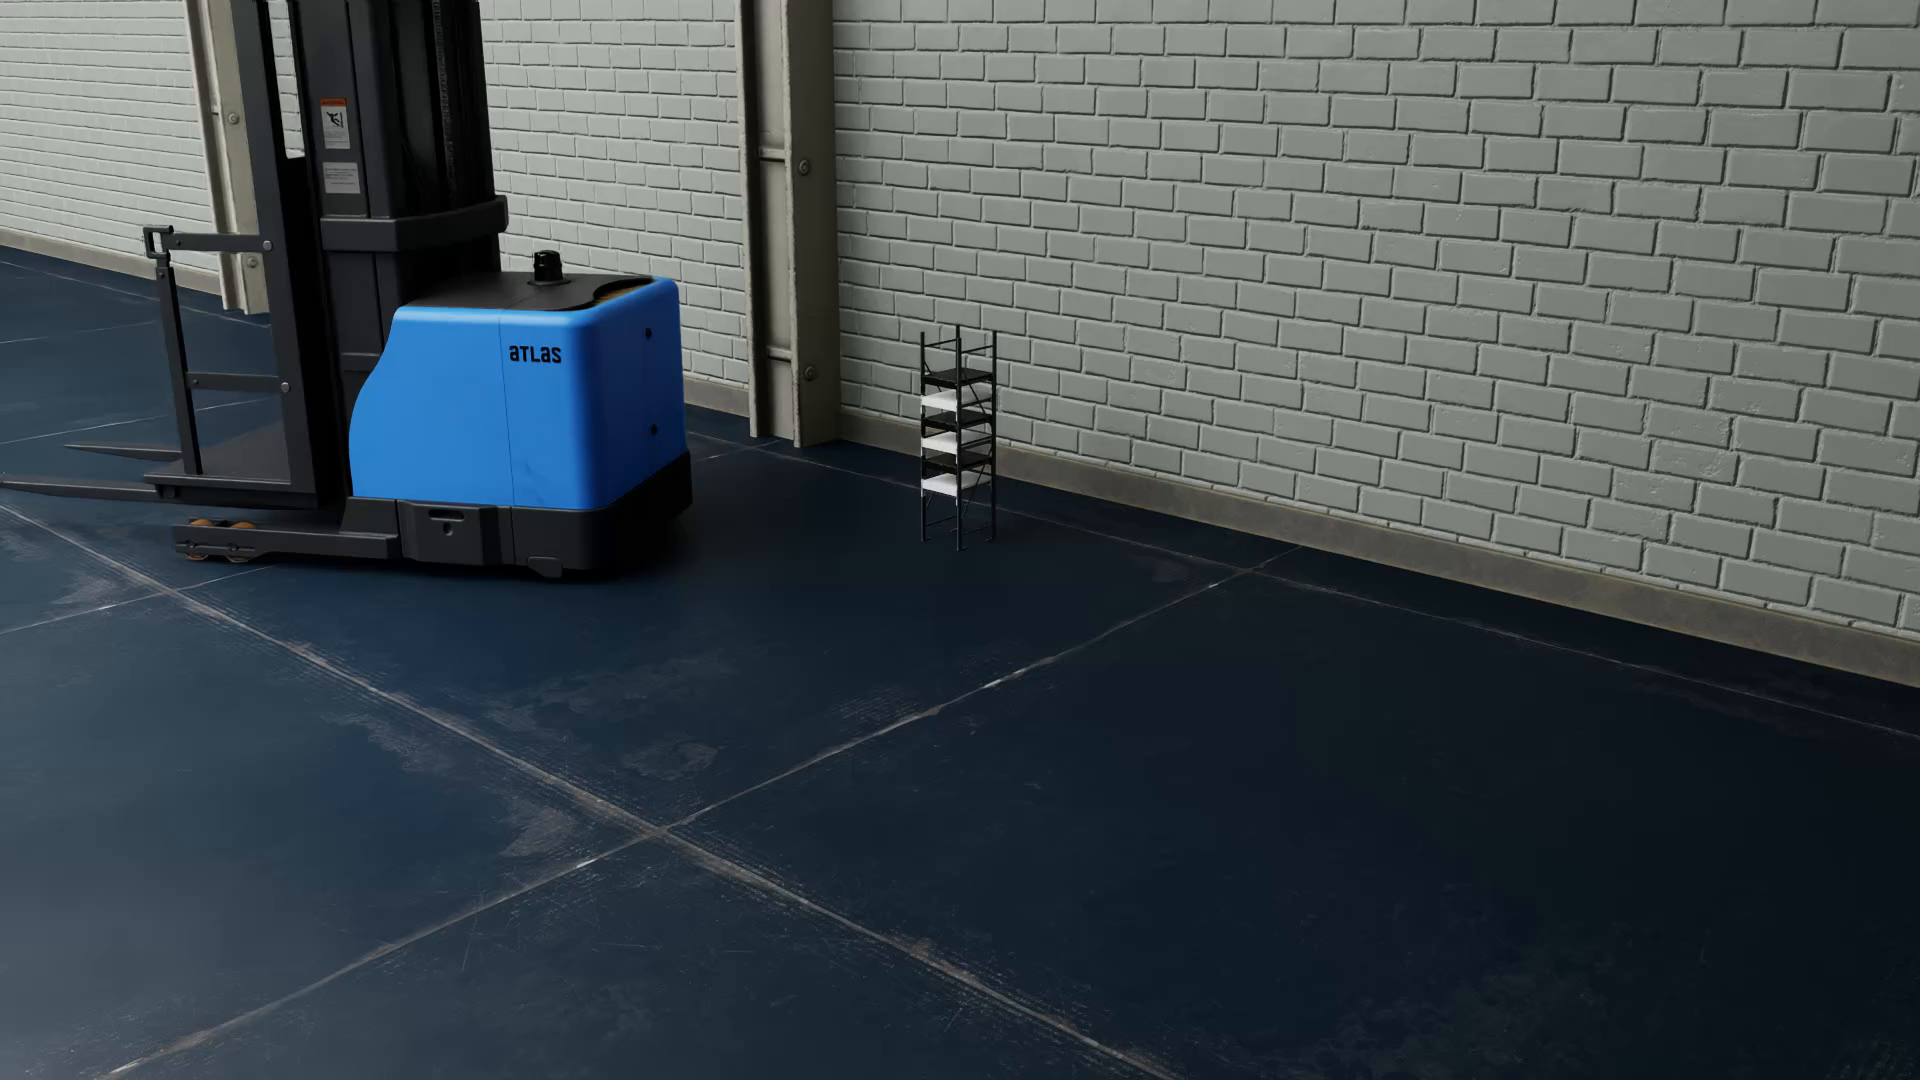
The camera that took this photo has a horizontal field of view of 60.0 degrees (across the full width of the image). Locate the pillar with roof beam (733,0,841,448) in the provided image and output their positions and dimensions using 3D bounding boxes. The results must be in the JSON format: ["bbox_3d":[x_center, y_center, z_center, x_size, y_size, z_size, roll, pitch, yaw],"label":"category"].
[{"bbox_3d":[-3.729,-3.867,4.419,0.400,9.000,9.100,15,23,39],"label":"pillar with roof beam"}]

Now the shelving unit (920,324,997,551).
[{"bbox_3d":[-0.006,-0.431,6.981,0.210,0.900,0.258,15,23,39],"label":"shelving unit"}]

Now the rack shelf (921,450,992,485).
[{"bbox_3d":[-0.006,-0.313,7.018,0.200,0.077,0.258,15,23,39],"label":"rack shelf"}]

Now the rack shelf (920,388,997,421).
[{"bbox_3d":[-0.006,-0.570,6.936,0.200,0.077,0.258,15,23,39],"label":"rack shelf"}]

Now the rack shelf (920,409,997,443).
[{"bbox_3d":[-0.006,-0.485,6.964,0.200,0.077,0.258,15,23,39],"label":"rack shelf"}]

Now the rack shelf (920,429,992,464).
[{"bbox_3d":[-0.006,-0.399,6.991,0.200,0.077,0.258,15,23,39],"label":"rack shelf"}]

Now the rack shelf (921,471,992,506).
[{"bbox_3d":[-0.006,-0.227,7.045,0.200,0.077,0.258,15,23,39],"label":"rack shelf"}]

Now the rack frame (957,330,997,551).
[{"bbox_3d":[0.070,-0.410,6.916,0.006,0.900,0.240,15,23,39],"label":"rack frame"}]

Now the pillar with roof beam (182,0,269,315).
[{"bbox_3d":[-8.217,-5.071,8.215,0.400,9.000,9.100,15,23,39],"label":"pillar with roof beam"}]

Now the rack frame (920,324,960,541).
[{"bbox_3d":[-0.082,-0.451,7.045,0.006,0.900,0.240,15,23,39],"label":"rack frame"}]

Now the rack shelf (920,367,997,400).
[{"bbox_3d":[-0.006,-0.656,6.909,0.200,0.077,0.258,15,23,39],"label":"rack shelf"}]

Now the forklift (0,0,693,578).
[{"bbox_3d":[-2.758,-1.452,6.842,3.031,2.935,1.130,4,18,11],"label":"forklift"}]
